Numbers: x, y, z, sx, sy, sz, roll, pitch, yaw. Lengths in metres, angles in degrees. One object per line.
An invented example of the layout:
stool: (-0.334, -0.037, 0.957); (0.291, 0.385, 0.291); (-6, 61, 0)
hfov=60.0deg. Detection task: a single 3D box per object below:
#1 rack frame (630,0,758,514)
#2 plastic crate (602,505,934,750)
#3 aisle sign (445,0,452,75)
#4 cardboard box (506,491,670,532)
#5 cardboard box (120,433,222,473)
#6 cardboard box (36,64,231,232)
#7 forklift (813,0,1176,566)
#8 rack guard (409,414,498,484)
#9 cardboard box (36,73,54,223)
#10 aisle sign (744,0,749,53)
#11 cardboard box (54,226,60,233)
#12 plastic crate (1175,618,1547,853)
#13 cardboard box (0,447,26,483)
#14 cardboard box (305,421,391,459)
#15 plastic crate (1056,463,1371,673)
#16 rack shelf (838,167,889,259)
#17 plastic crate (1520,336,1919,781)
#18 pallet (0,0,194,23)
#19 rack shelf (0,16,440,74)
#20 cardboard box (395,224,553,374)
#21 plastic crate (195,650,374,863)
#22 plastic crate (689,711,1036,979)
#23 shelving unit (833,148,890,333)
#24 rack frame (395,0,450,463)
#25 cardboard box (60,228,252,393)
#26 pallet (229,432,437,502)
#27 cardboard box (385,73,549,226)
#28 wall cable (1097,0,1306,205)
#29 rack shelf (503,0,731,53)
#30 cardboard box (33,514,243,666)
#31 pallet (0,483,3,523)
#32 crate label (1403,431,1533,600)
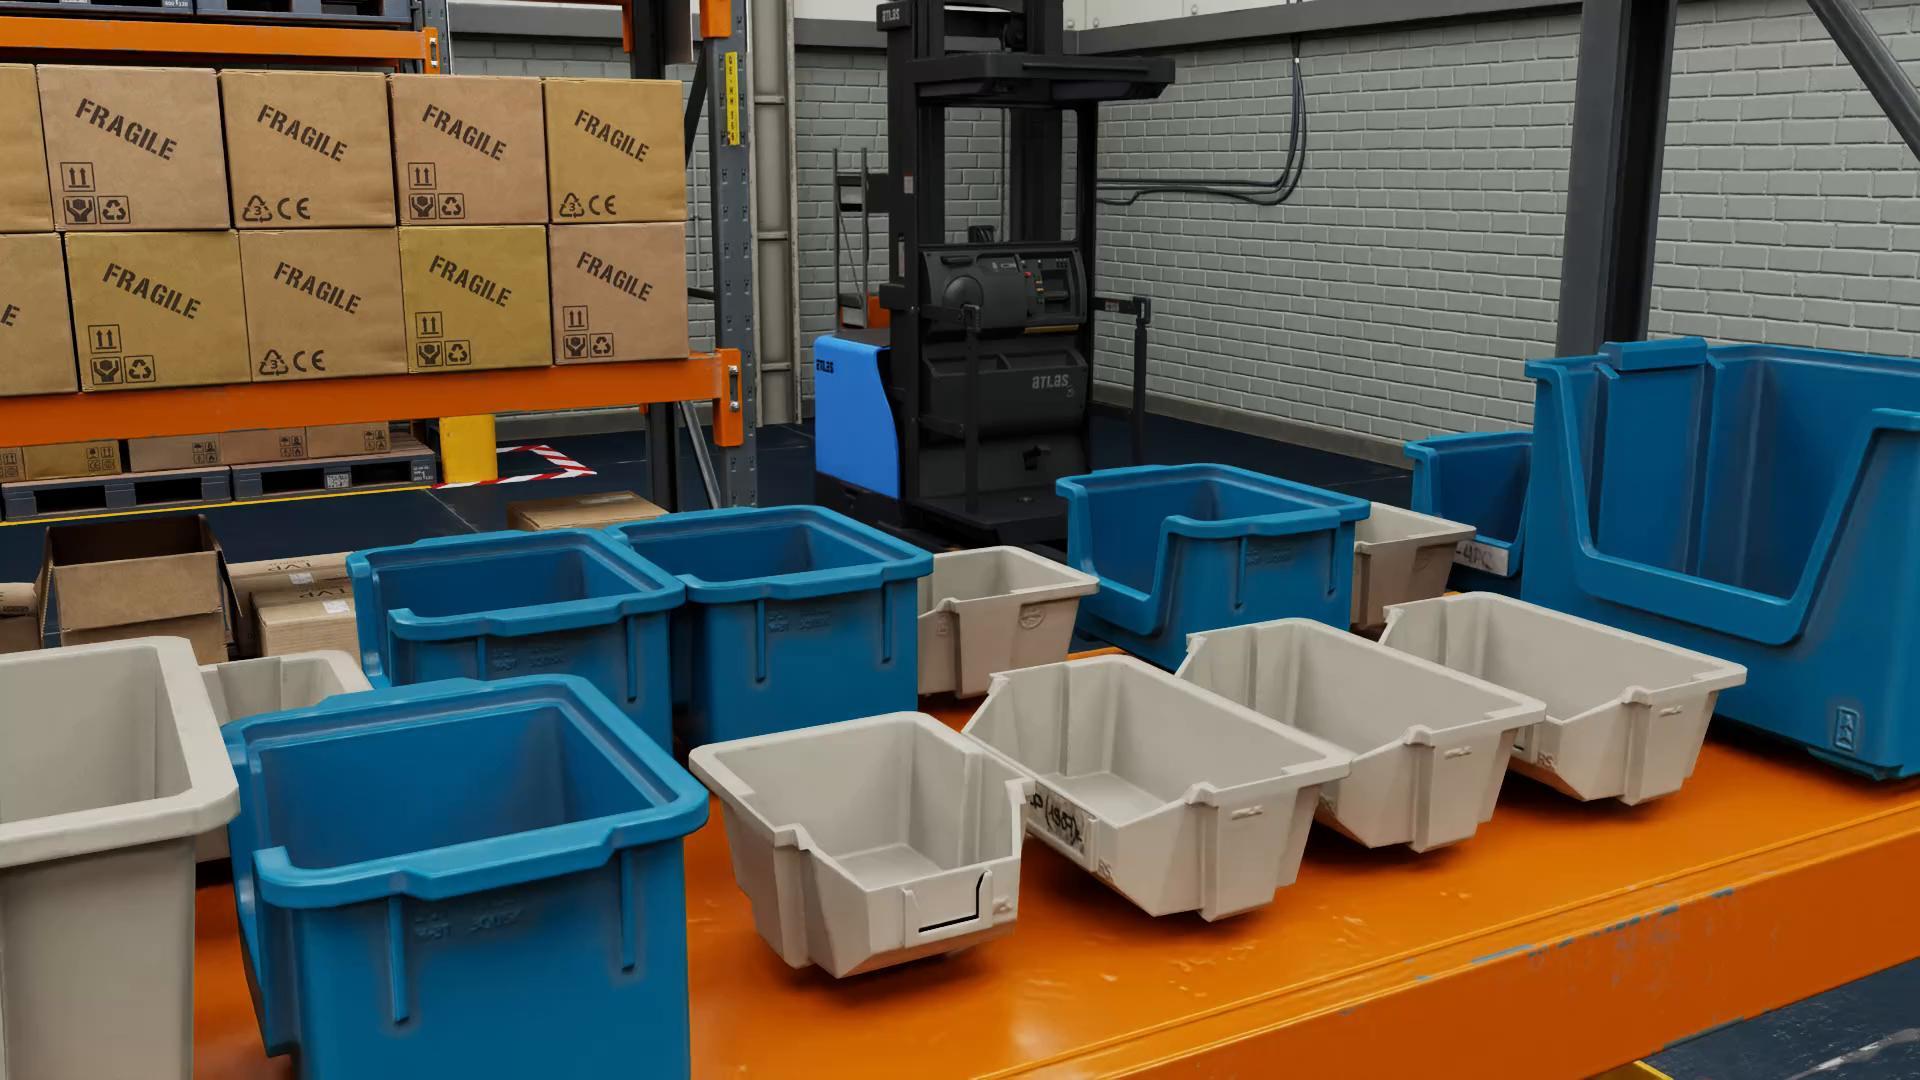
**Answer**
rack frame: (-1.076, -0.993, 6.691); (0.127, 3.000, 1.000); (-7, 14, -28)
plastic crate: (-0.236, 0.115, 2.010); (0.300, 0.233, 0.416); (-7, 14, -28)
aisle sign: (-3.246, -3.166, 10.423); (0.004, 0.787, 0.394); (-7, 14, -28)
cardboard box: (-1.435, 0.116, 6.452); (0.500, 0.500, 0.500); (-7, 14, -28)
cardboard box: (-4.900, -0.734, 10.277); (0.500, 0.500, 0.700); (-7, 15, -30)
cardboard box: (-2.682, -1.267, 5.403); (0.500, 0.500, 0.500); (-6, 14, -26)
forklift: (0.346, -1.310, 8.254); (1.130, 2.935, 3.031); (-7, 15, -30)
rack guard: (-3.432, -0.731, 11.217); (0.348, 0.500, 1.175); (-7, 14, -28)
cardboard box: (-3.376, -1.320, 5.636); (0.500, 0.500, 0.500); (-7, 14, -27)
aisle sign: (-0.869, -2.210, 6.175); (0.004, 0.787, 0.394); (-7, 14, -28)
cardboard box: (-3.370, -0.832, 5.748); (0.500, 0.500, 0.500); (-6, 14, -27)
plastic crate: (0.404, 0.209, 1.811); (0.243, 0.136, 0.396); (-7, 14, -28)
cardboard box: (-5.816, -0.623, 9.783); (0.500, 0.500, 0.700); (-7, 14, -28)
cardboard box: (-4.019, -0.840, 10.747); (0.500, 0.500, 0.700); (-7, 14, -28)
plastic crate: (0.342, 0.046, 2.318); (0.300, 0.233, 0.416); (-7, 14, -28)
rack shelf: (-0.426, -1.923, 9.744); (0.480, 0.518, 0.431); (-7, 15, -30)
plastic crate: (1.090, -0.014, 2.121); (0.499, 0.435, 0.616); (-7, 14, -28)
pallet: (-5.171, -3.158, 9.682); (1.213, 0.211, 1.003); (-7, 14, -28)
rack shelf: (-5.208, -2.850, 9.746); (4.000, 0.370, 1.077); (-7, 14, -28)
cardboard box: (-1.792, -0.887, 5.992); (0.500, 0.500, 0.500); (-7, 14, -27)
plastic crate: (-0.832, 0.241, 1.672); (0.466, 0.136, 0.293); (-7, 14, -28)
plastic crate: (-0.080, 0.278, 1.505); (0.250, 0.136, 0.298); (-7, 14, -28)
shelving unit: (-0.426, -1.253, 9.895); (0.503, 2.100, 0.431); (-7, 15, -30)
rack frame: (-3.453, -1.948, 10.931); (0.127, 3.000, 1.000); (-7, 14, -28)
cardboard box: (-2.675, -0.783, 5.528); (0.500, 0.500, 0.500); (-7, 14, -29)
pallet: (-4.117, -0.488, 10.797); (1.213, 0.211, 1.003); (-7, 14, -28)
cardboard box: (-1.778, -1.377, 5.890); (0.500, 0.500, 0.500); (-6, 14, -26)
wall cable: (1.683, -3.886, 12.951); (0.112, 2.526, 3.097); (-7, 14, -28)
rack shelf: (-2.832, -1.895, 5.506); (4.000, 0.370, 1.077); (-7, 14, -28)
cardboard box: (-2.940, 0.232, 5.930); (0.637, 0.503, 0.797); (-7, 14, -28)
pallet: (-6.259, -0.231, 9.656); (1.213, 0.211, 1.003); (-7, 14, -28)
crate label: (0.920, -0.023, 2.626); (0.303, 0.233, 0.416); (-7, 14, -28)
